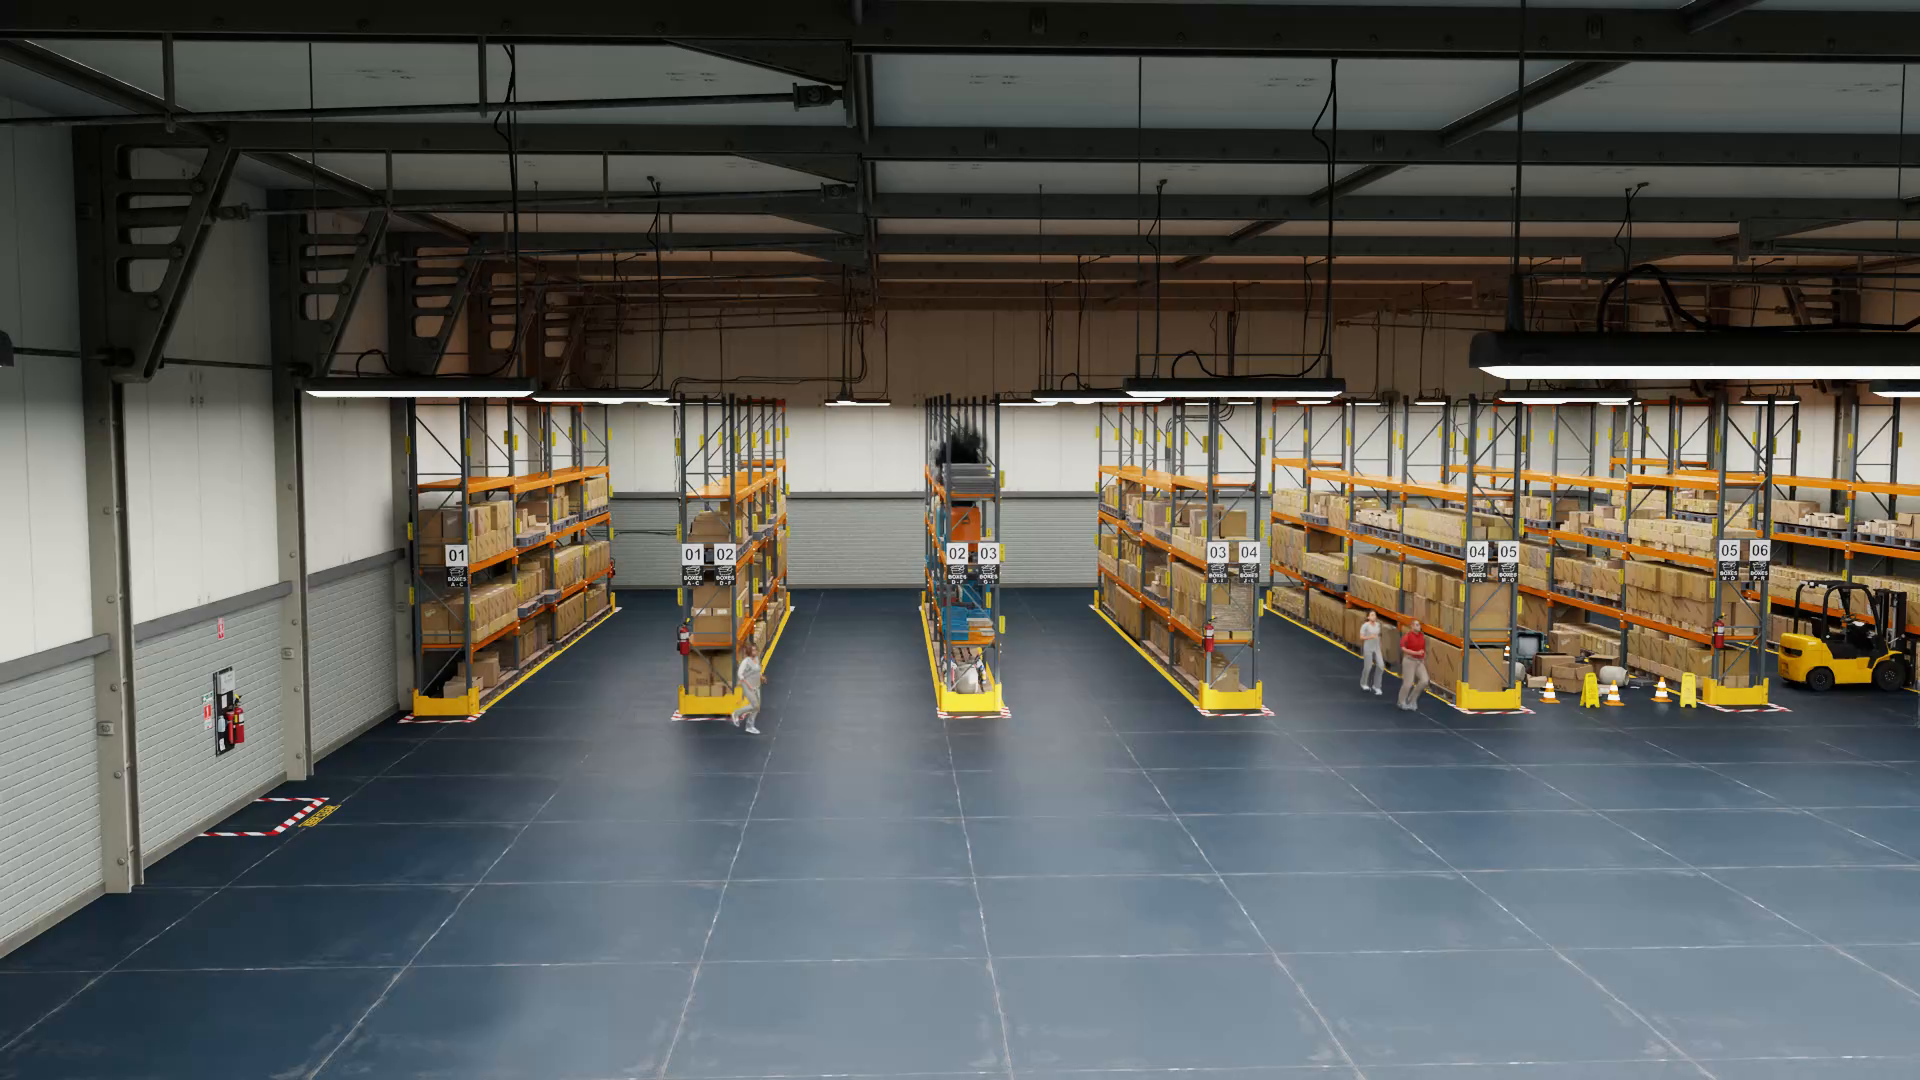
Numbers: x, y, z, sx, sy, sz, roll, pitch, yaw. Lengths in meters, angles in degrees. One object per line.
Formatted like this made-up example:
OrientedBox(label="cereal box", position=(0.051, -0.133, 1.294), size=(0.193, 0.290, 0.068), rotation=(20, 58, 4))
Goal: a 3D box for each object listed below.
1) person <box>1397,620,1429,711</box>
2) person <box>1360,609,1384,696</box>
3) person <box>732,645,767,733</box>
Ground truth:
OrientedBox(label="person", position=(8.646, 2.381, 31.605), size=(0.663, 1.741, 0.662), rotation=(-2, 5, -26))
OrientedBox(label="person", position=(8.274, 2.246, 33.417), size=(0.546, 1.717, 0.720), rotation=(-1, 5, -11))
OrientedBox(label="person", position=(-3.717, 2.629, 29.443), size=(0.583, 1.572, 0.531), rotation=(2, 5, 27))
